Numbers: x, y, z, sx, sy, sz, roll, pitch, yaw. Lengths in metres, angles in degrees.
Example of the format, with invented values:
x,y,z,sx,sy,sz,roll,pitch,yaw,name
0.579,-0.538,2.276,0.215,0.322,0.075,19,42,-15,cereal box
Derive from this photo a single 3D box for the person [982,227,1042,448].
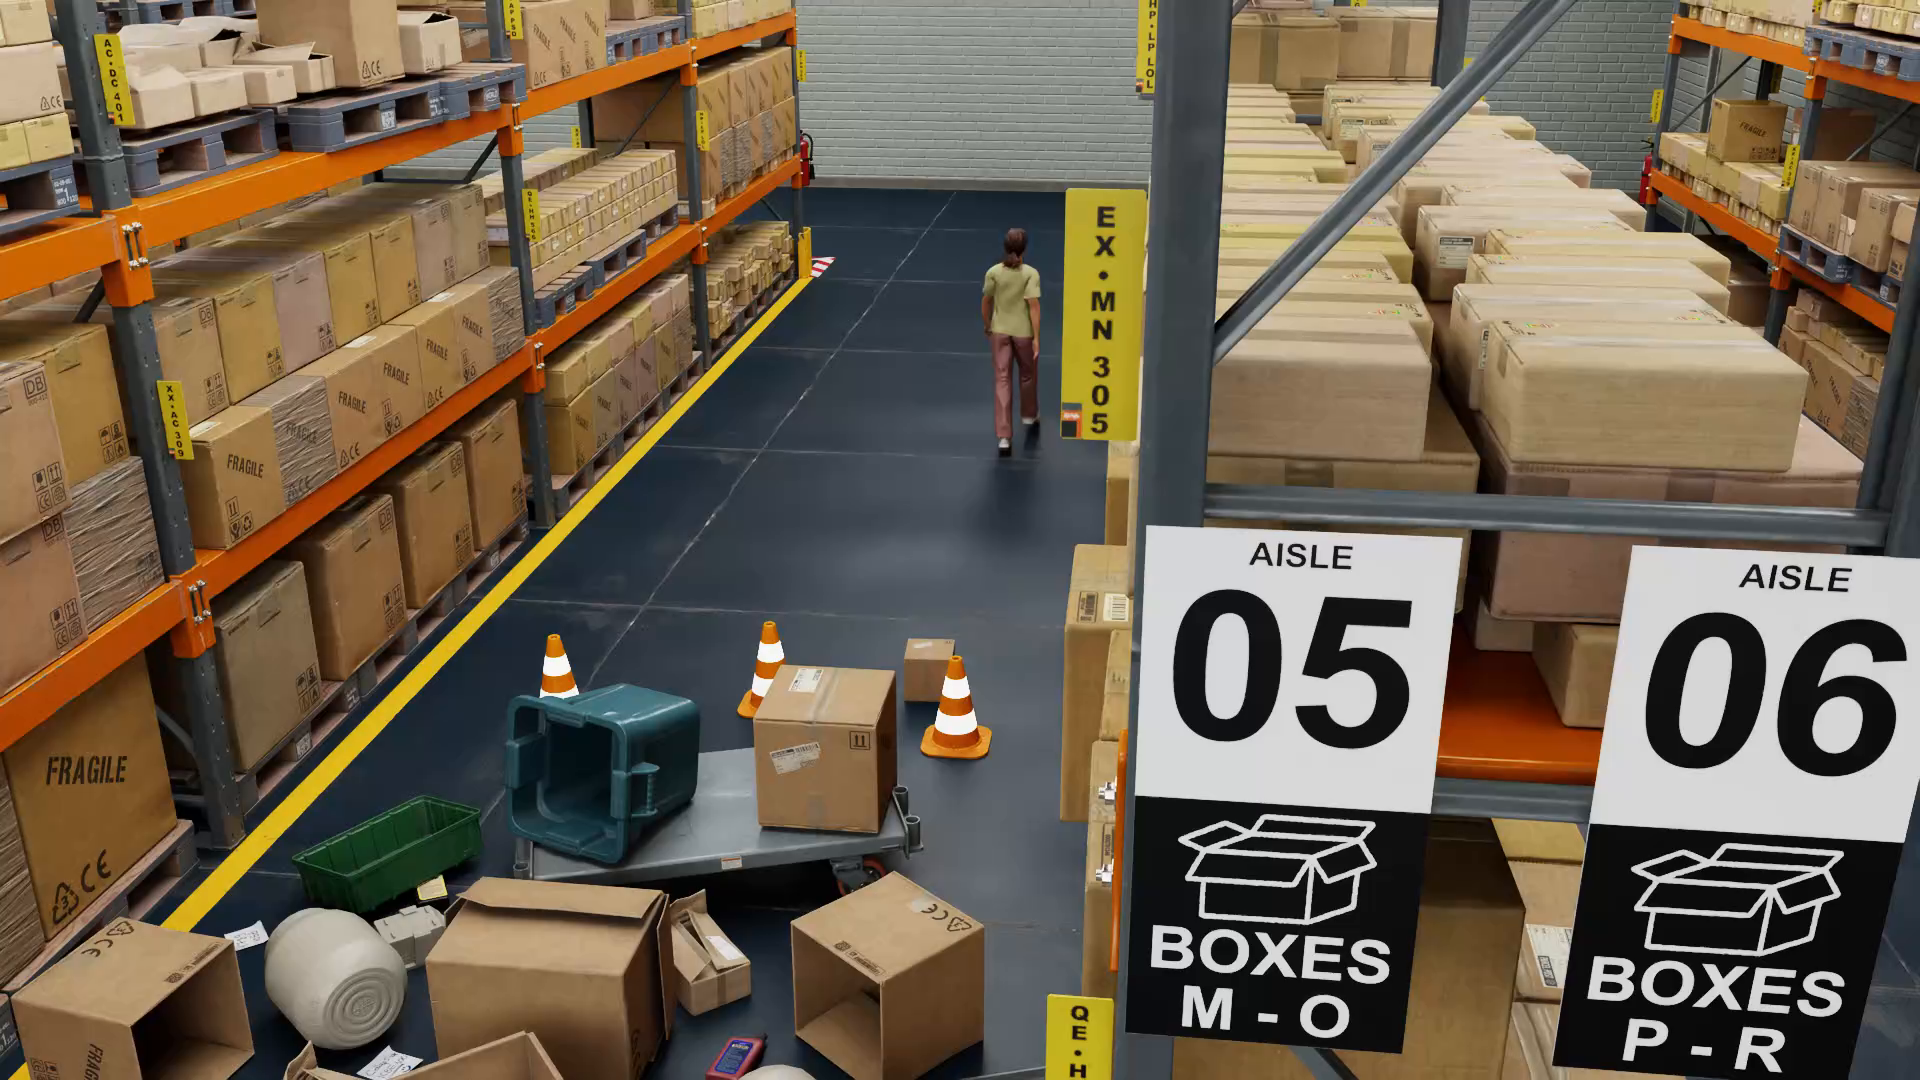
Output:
x,y,z,sx,sy,sz,roll,pitch,yaw,name
0.398,-1.586,12.635,0.468,1.614,0.987,3,21,7,person
